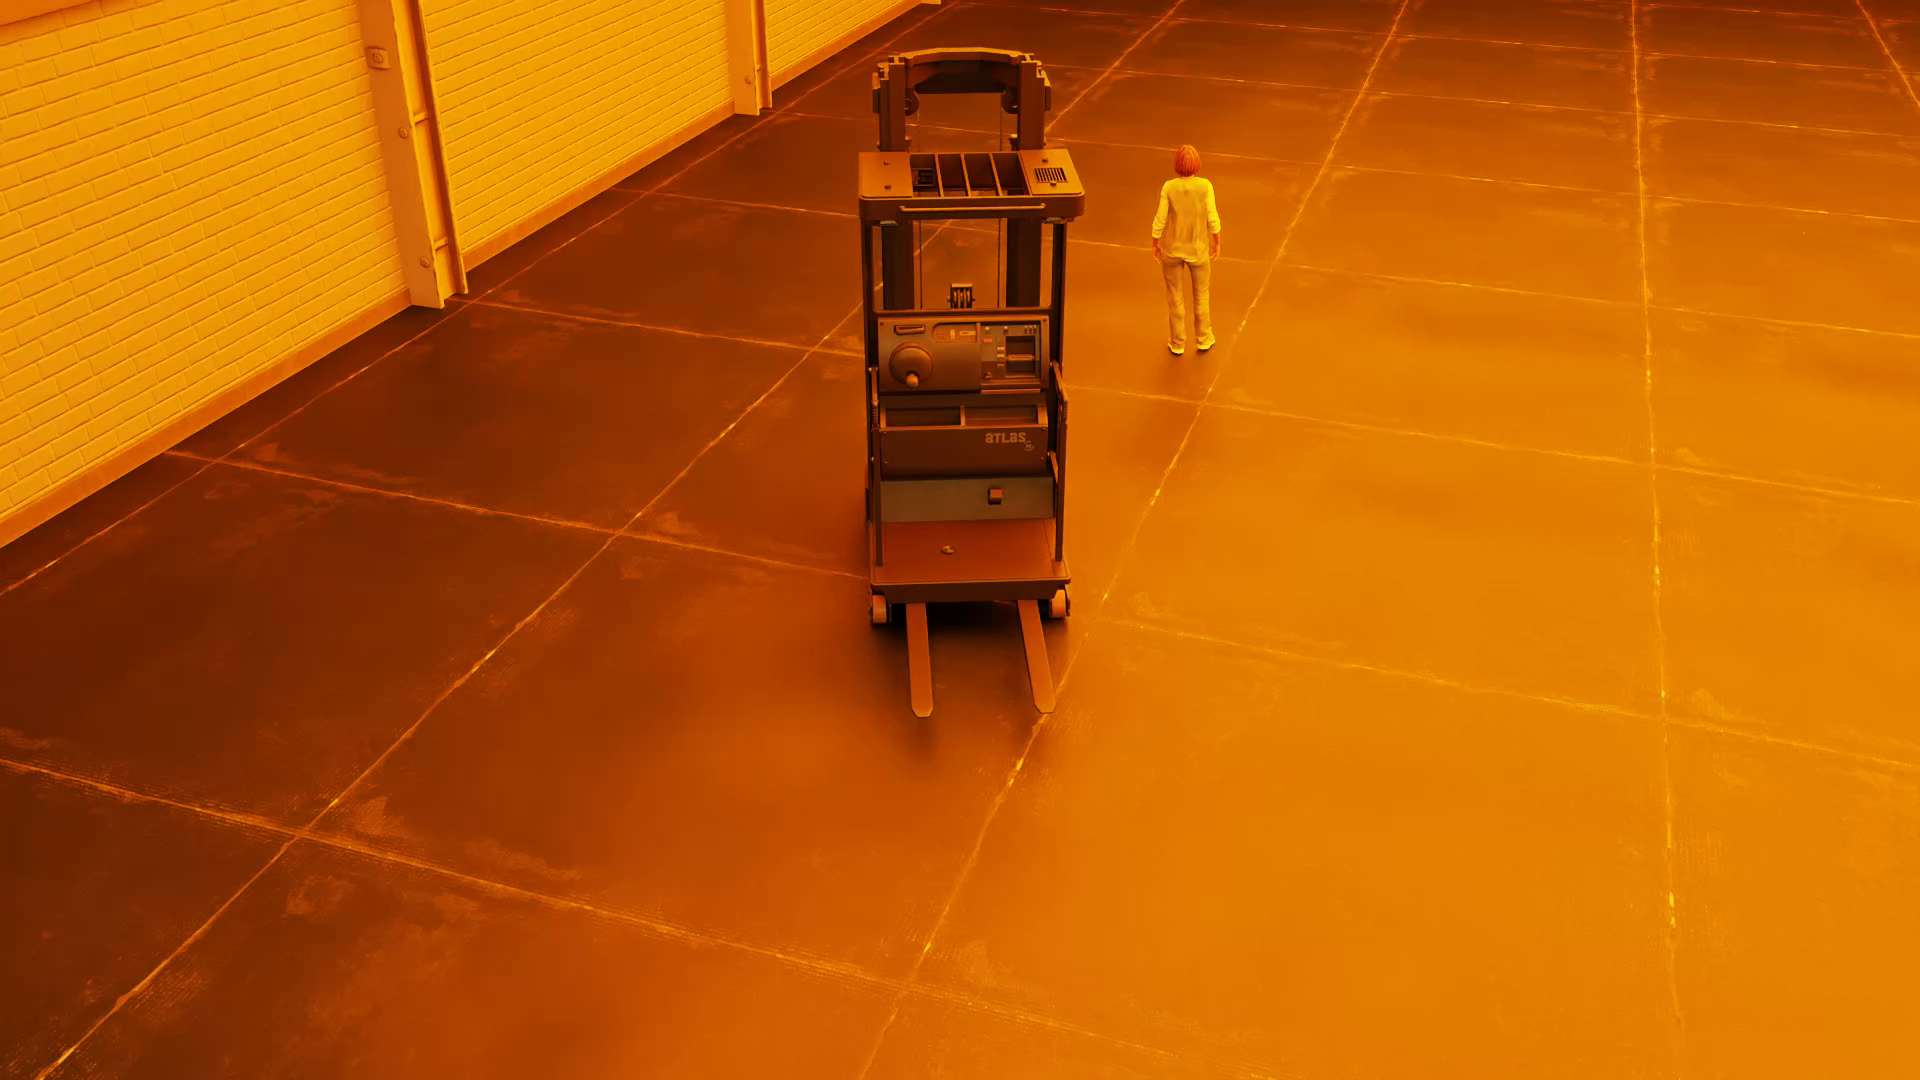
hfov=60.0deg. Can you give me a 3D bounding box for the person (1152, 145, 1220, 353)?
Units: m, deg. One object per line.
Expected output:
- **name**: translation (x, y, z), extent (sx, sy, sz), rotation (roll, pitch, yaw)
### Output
- **person**: translation (1.670, -2.147, 12.234), extent (0.519, 1.599, 0.473), rotation (4, 30, 7)

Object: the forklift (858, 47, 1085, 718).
- **forklift**: translation (0.035, -0.972, 8.842), extent (1.130, 2.935, 3.031), rotation (-2, 30, -3)
